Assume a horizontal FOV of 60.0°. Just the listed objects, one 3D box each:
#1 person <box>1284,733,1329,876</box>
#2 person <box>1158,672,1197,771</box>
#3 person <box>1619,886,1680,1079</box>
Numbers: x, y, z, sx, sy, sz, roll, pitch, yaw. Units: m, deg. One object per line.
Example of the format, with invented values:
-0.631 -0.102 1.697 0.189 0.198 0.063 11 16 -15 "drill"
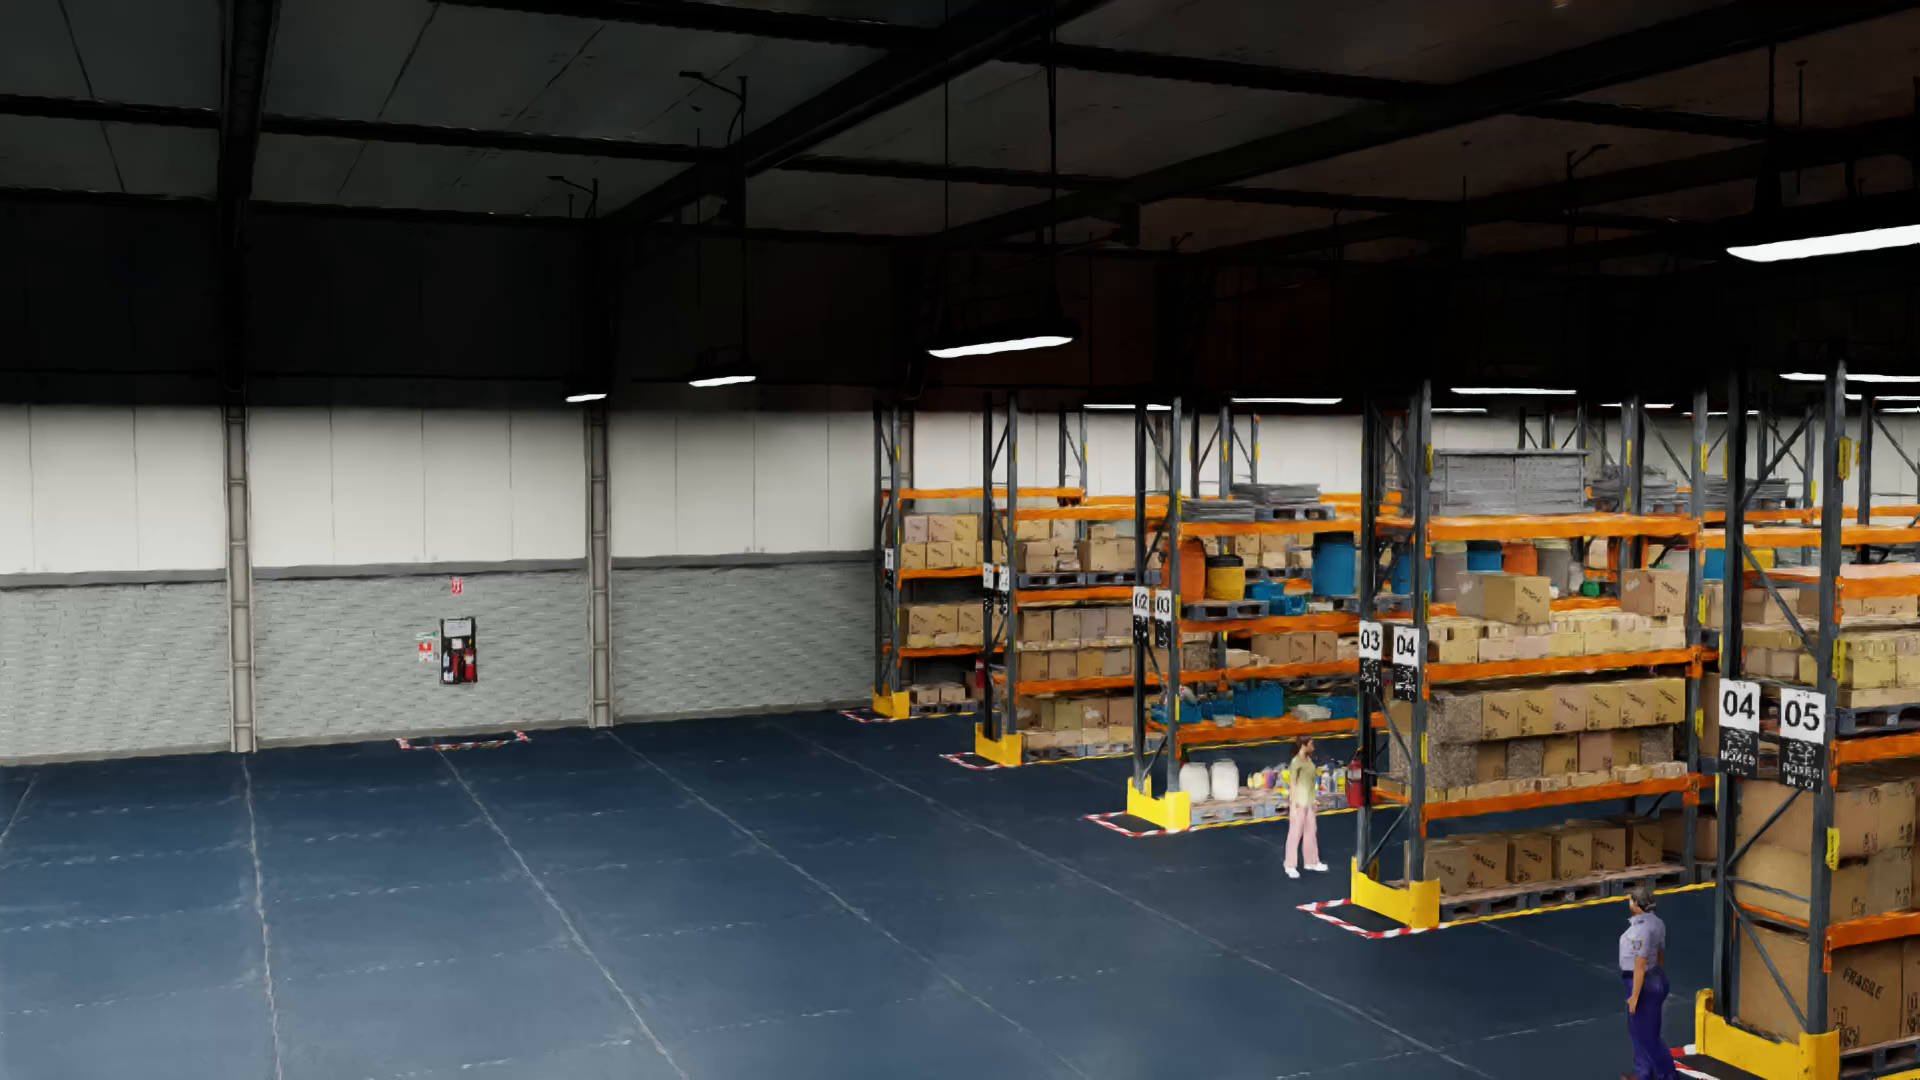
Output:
4.139 3.152 19.886 0.449 1.679 0.540 2 4 37 "person"
3.356 2.812 25.482 0.836 1.720 0.675 -3 4 -41 "person"
5.500 3.635 13.215 0.532 1.538 0.597 3 4 37 "person"
